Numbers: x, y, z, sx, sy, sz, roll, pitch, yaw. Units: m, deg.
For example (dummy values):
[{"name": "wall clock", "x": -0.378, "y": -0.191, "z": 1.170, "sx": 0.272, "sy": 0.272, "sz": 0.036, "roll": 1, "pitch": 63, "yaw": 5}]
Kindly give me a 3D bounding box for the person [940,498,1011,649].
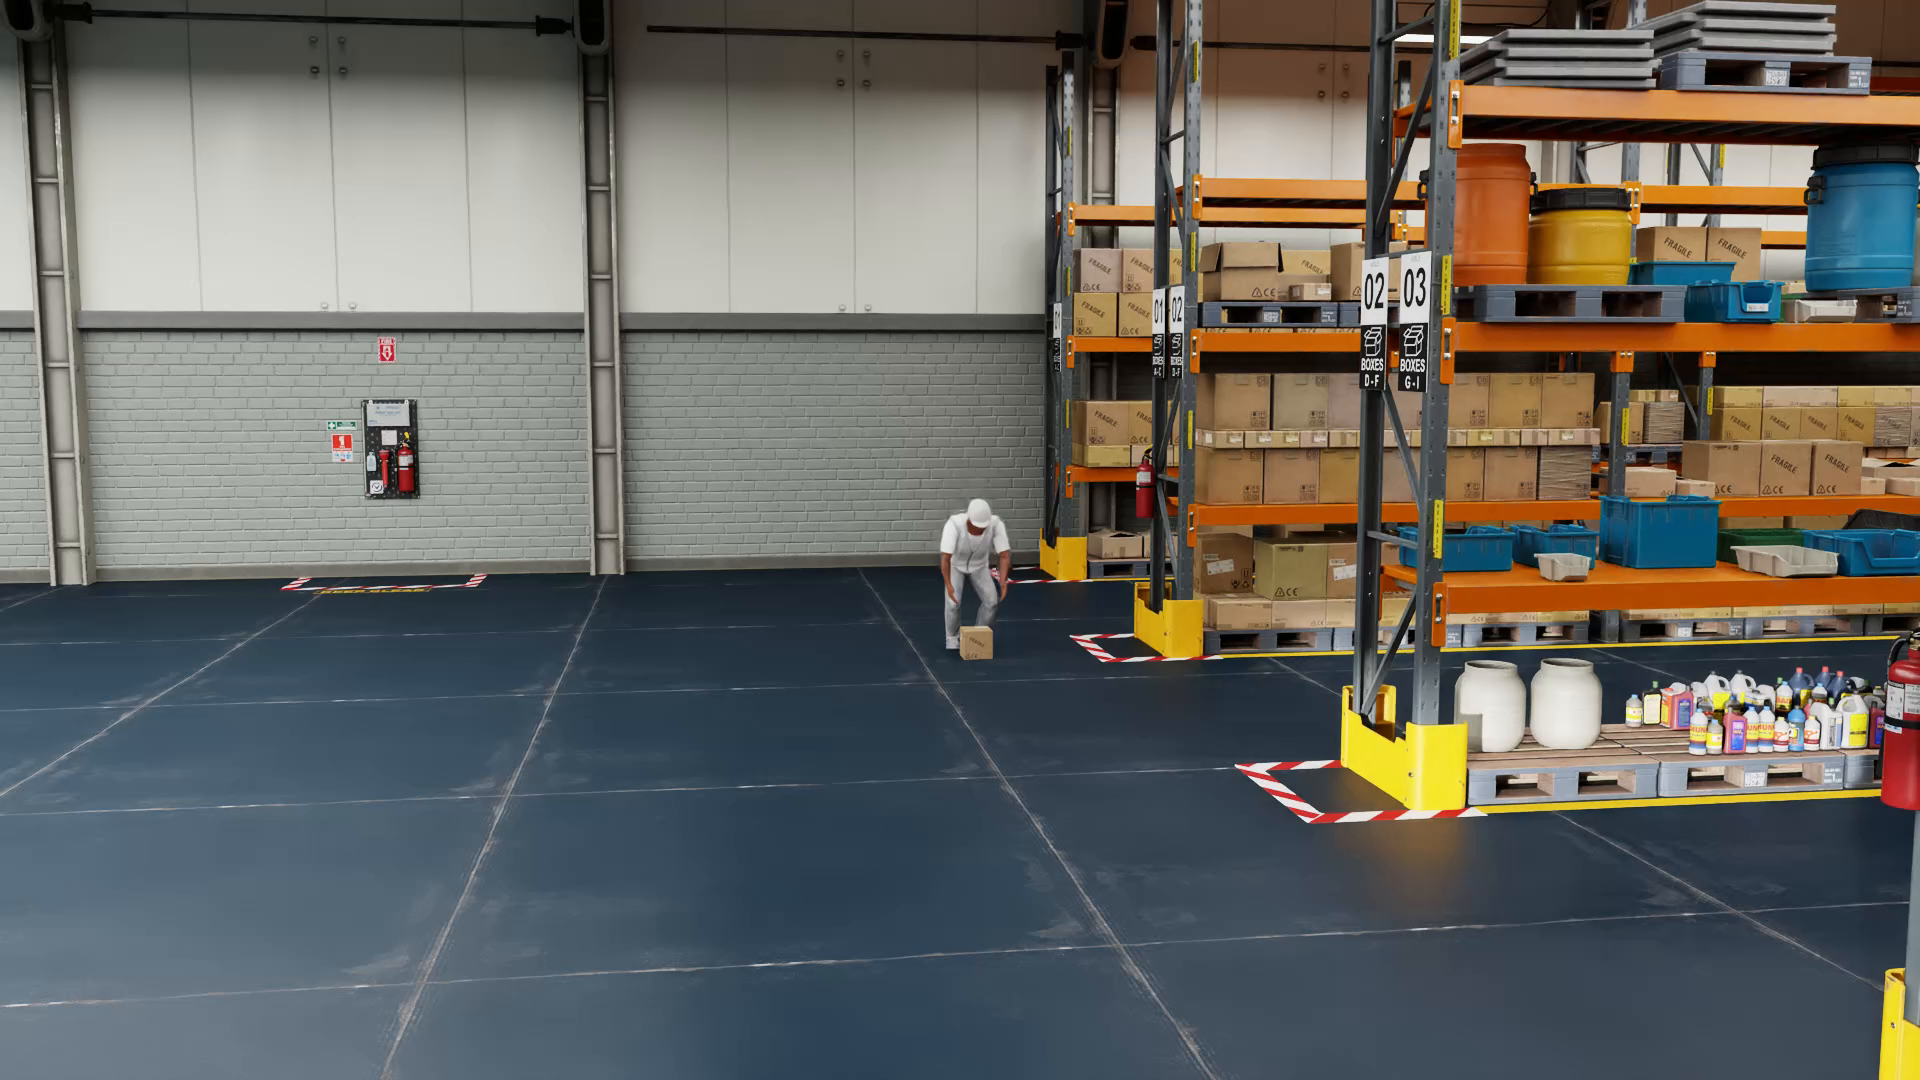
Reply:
[{"name": "person", "x": 0.123, "y": 0.291, "z": 14.788, "sx": 0.631, "sy": 1.373, "sz": 0.779, "roll": -1, "pitch": 7, "yaw": -9}]
